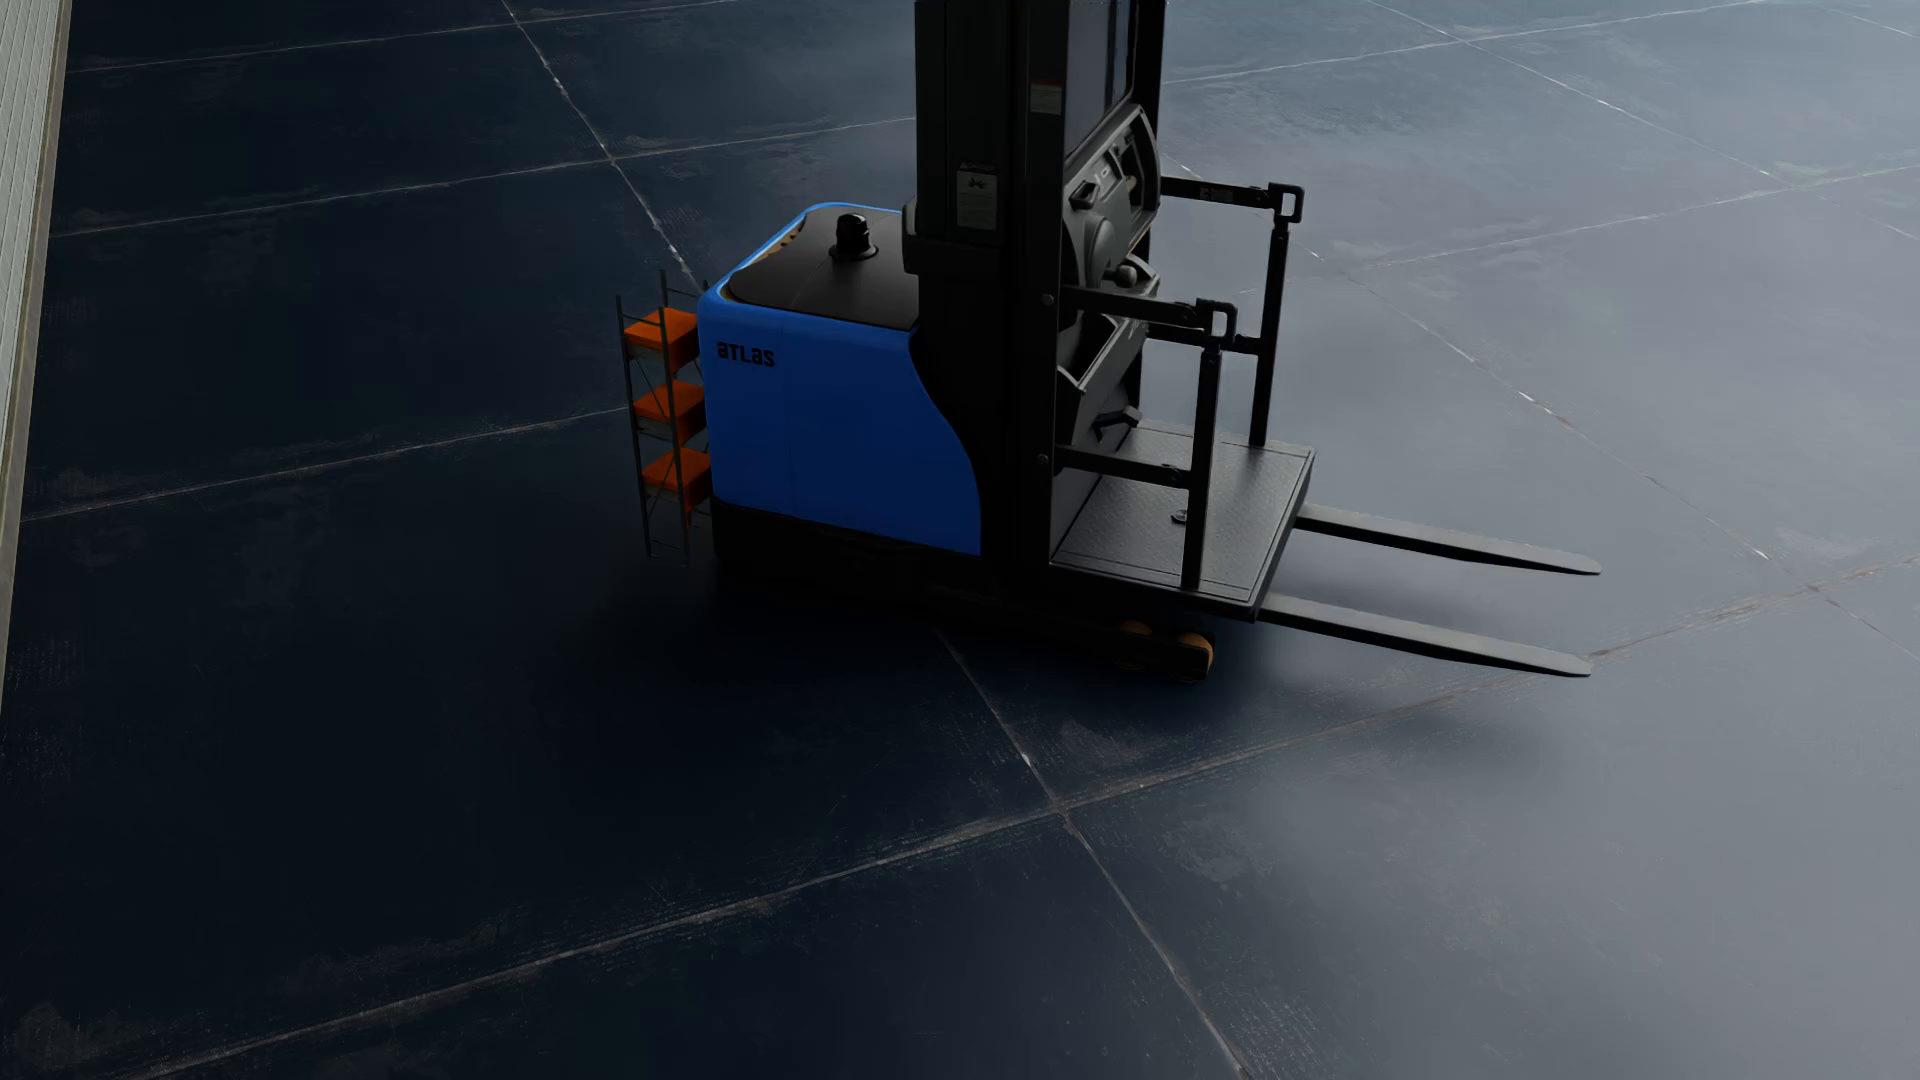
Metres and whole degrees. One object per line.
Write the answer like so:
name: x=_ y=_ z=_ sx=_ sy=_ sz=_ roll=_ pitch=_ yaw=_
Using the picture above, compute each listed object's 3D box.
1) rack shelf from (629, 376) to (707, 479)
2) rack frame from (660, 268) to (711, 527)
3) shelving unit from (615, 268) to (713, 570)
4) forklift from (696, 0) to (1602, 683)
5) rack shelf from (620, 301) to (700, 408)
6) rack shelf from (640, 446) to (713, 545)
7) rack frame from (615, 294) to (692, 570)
rack shelf: x=-1.012 y=-0.409 z=5.935 sx=0.215 sy=0.259 sz=0.240 roll=17 pitch=37 yaw=24
rack frame: x=-0.953 y=-0.476 z=6.019 sx=0.200 sy=1.050 sz=0.008 roll=17 pitch=37 yaw=24
shelving unit: x=-1.012 y=-0.418 z=5.929 sx=0.215 sy=1.050 sz=0.252 roll=17 pitch=37 yaw=24
forklift: x=0.673 y=-1.083 z=5.227 sx=3.031 sy=2.935 sz=1.130 roll=12 pitch=35 yaw=17
rack shelf: x=-1.012 y=-0.647 z=5.780 sx=0.215 sy=0.259 sz=0.240 roll=17 pitch=37 yaw=24
rack shelf: x=-1.012 y=-0.176 z=6.087 sx=0.215 sy=0.259 sz=0.240 roll=17 pitch=37 yaw=24
rack frame: x=-1.072 y=-0.360 z=5.840 sx=0.200 sy=1.050 sz=0.008 roll=17 pitch=37 yaw=24
